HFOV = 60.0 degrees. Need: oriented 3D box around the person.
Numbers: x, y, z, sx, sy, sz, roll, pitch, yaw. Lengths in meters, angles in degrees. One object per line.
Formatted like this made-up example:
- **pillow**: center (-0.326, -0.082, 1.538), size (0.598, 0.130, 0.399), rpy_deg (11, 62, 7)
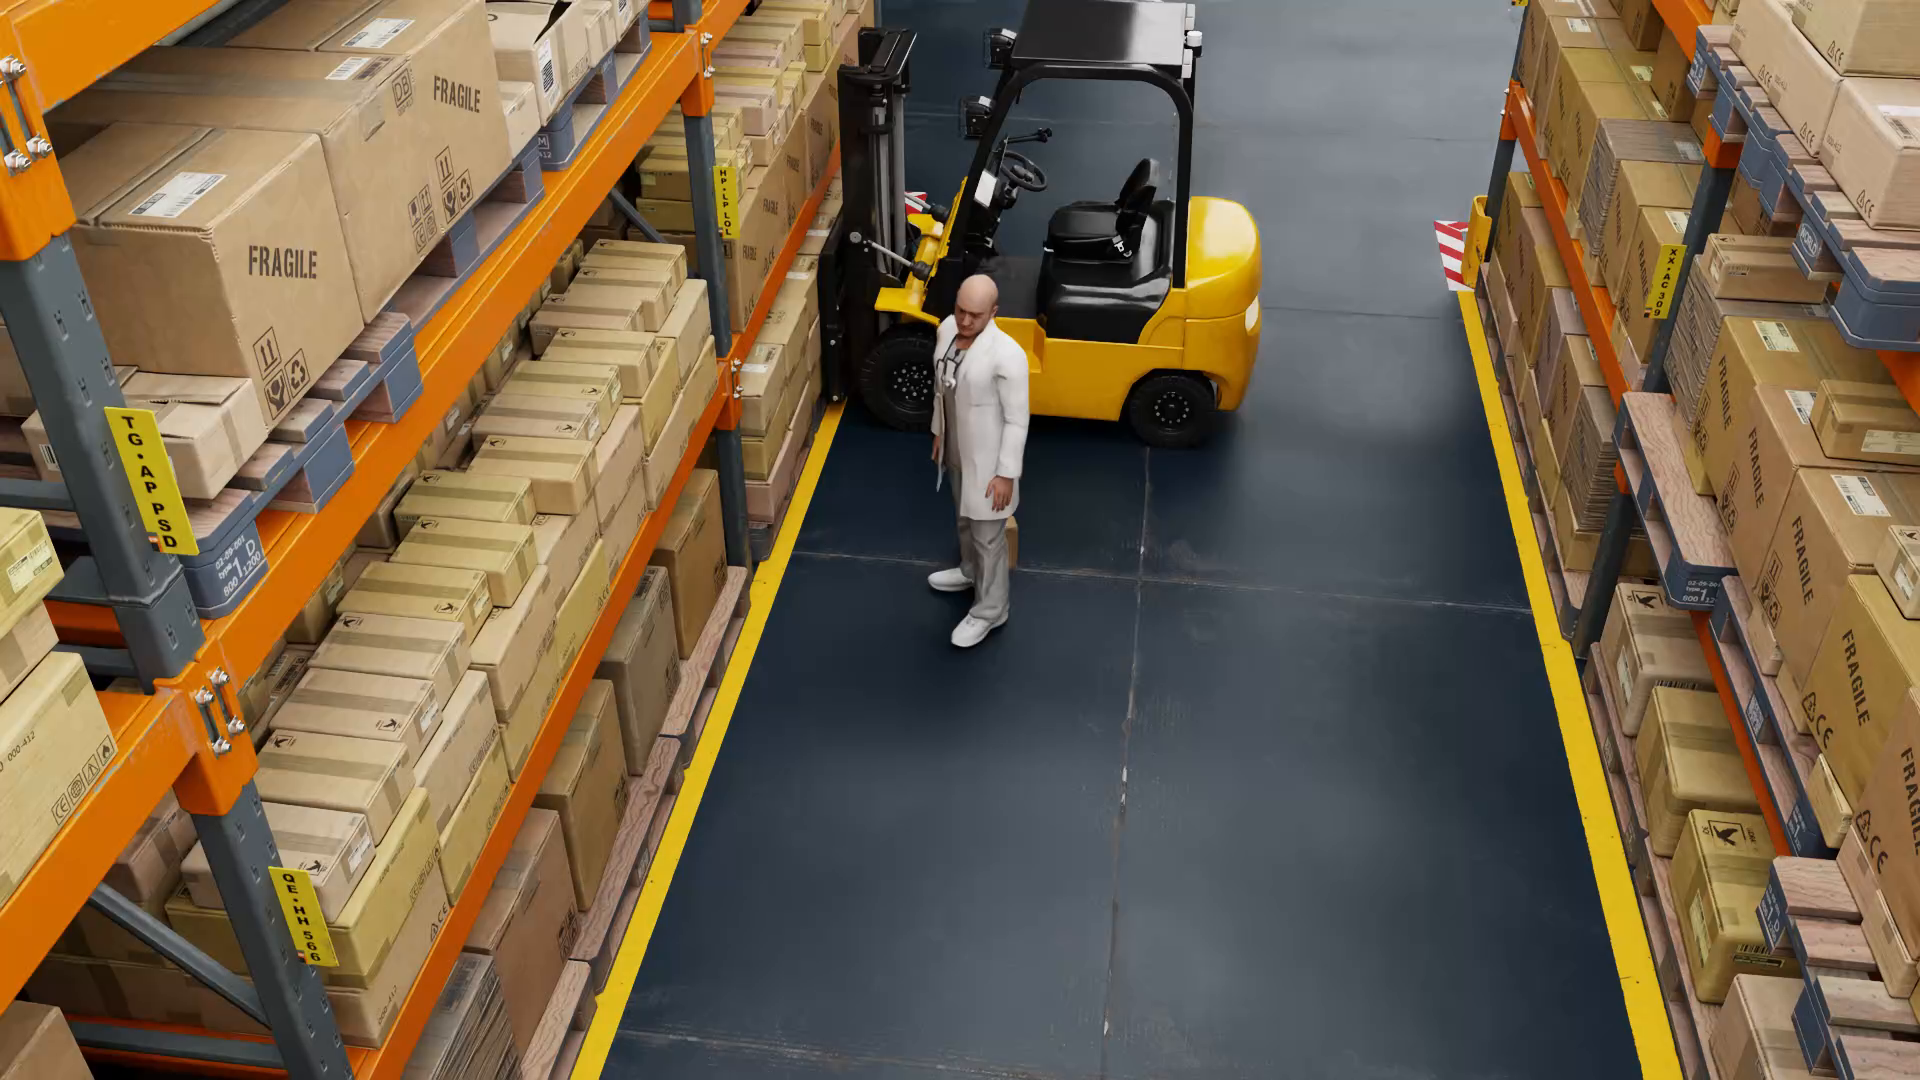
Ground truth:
- **person**: center (0.057, -0.381, 7.535), size (0.494, 1.783, 0.625), rpy_deg (-22, 41, -27)
